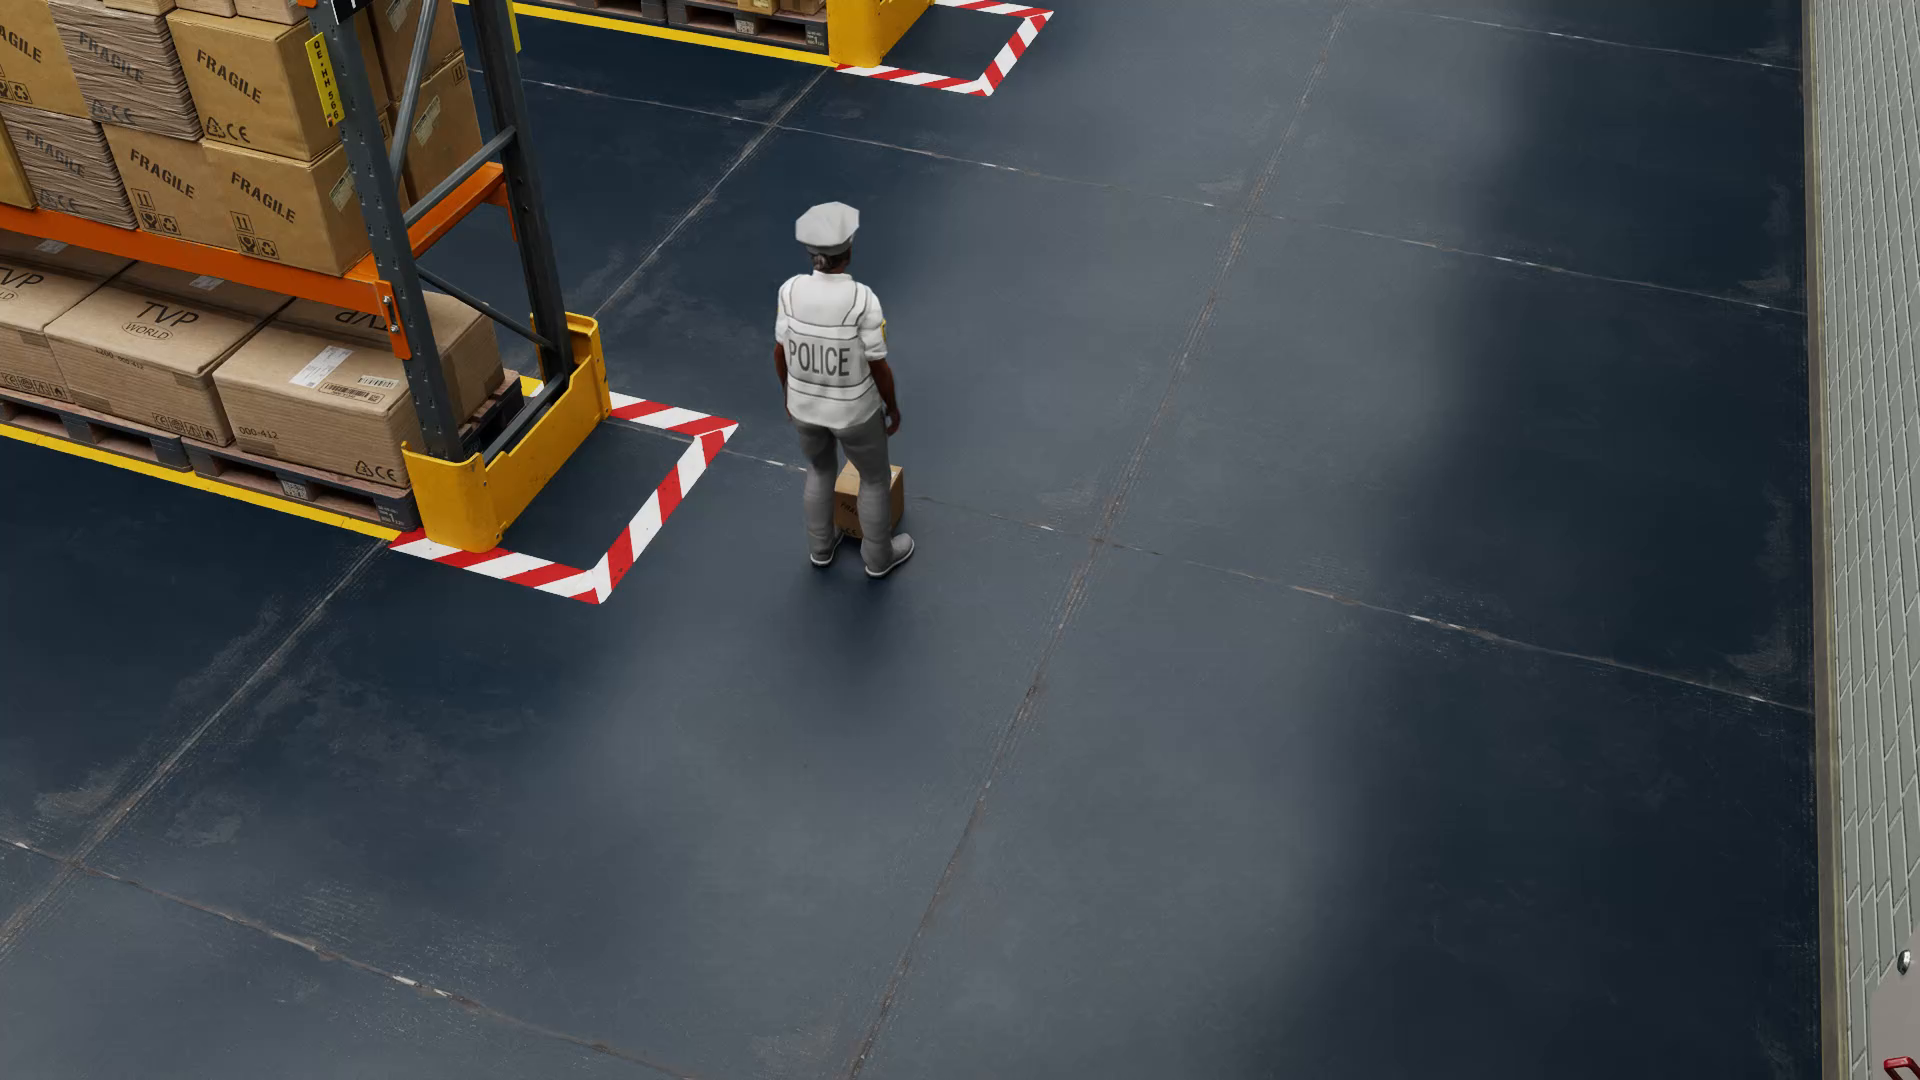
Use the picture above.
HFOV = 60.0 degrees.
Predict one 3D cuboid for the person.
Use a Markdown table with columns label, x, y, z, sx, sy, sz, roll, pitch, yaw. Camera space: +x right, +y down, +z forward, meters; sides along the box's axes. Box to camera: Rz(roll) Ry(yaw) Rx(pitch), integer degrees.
| label | x | y | z | sx | sy | sz | roll | pitch | yaw |
| --- | --- | --- | --- | --- | --- | --- | --- | --- | --- |
| person | -0.485 | -0.558 | 6.783 | 0.525 | 1.661 | 0.396 | 12 | 43 | 13 |
